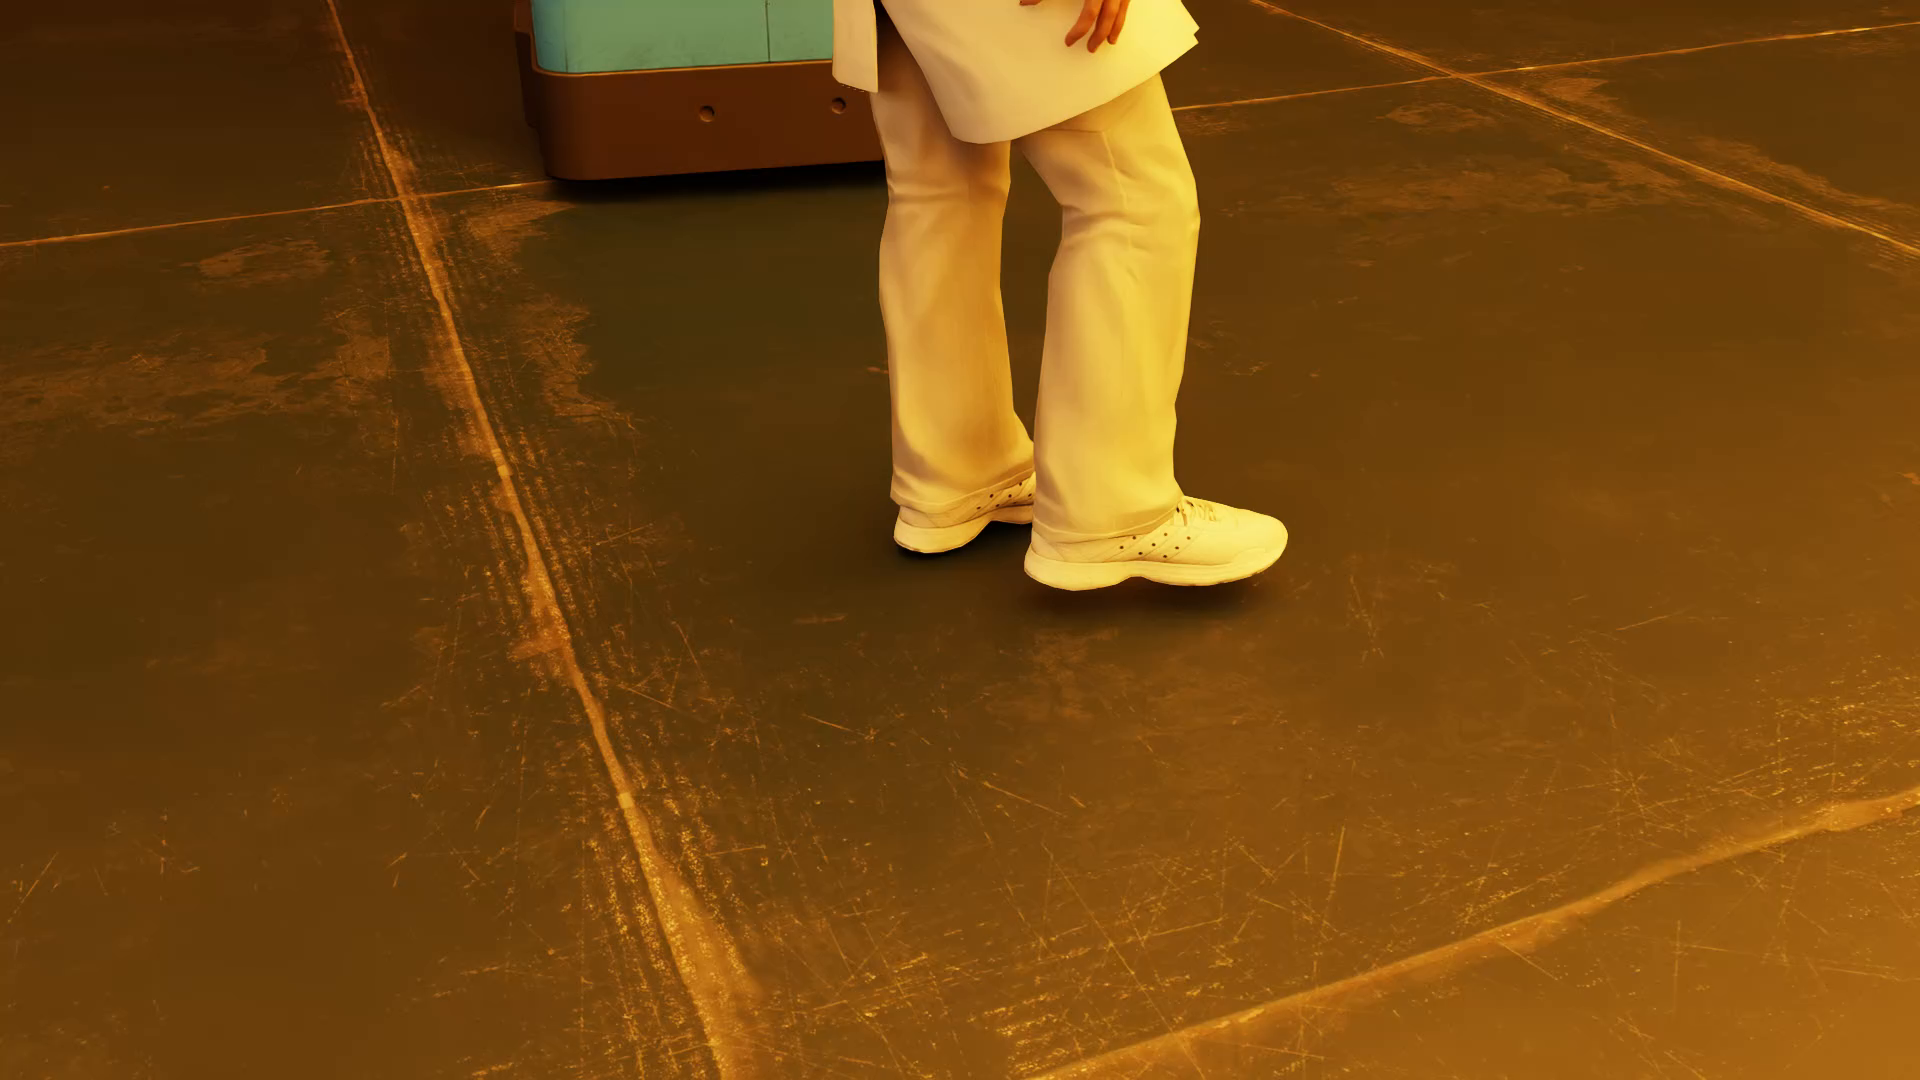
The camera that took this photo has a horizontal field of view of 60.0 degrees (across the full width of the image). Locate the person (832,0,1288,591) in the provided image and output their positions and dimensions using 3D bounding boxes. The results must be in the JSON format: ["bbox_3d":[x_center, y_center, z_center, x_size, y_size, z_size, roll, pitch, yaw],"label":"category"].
[{"bbox_3d":[0.087,-0.794,2.083,0.579,1.777,0.698,-11,32,-19],"label":"person"}]

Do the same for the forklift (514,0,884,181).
[{"bbox_3d":[-0.774,-2.808,4.469,1.130,2.935,3.031,-7,30,-11],"label":"forklift"}]
